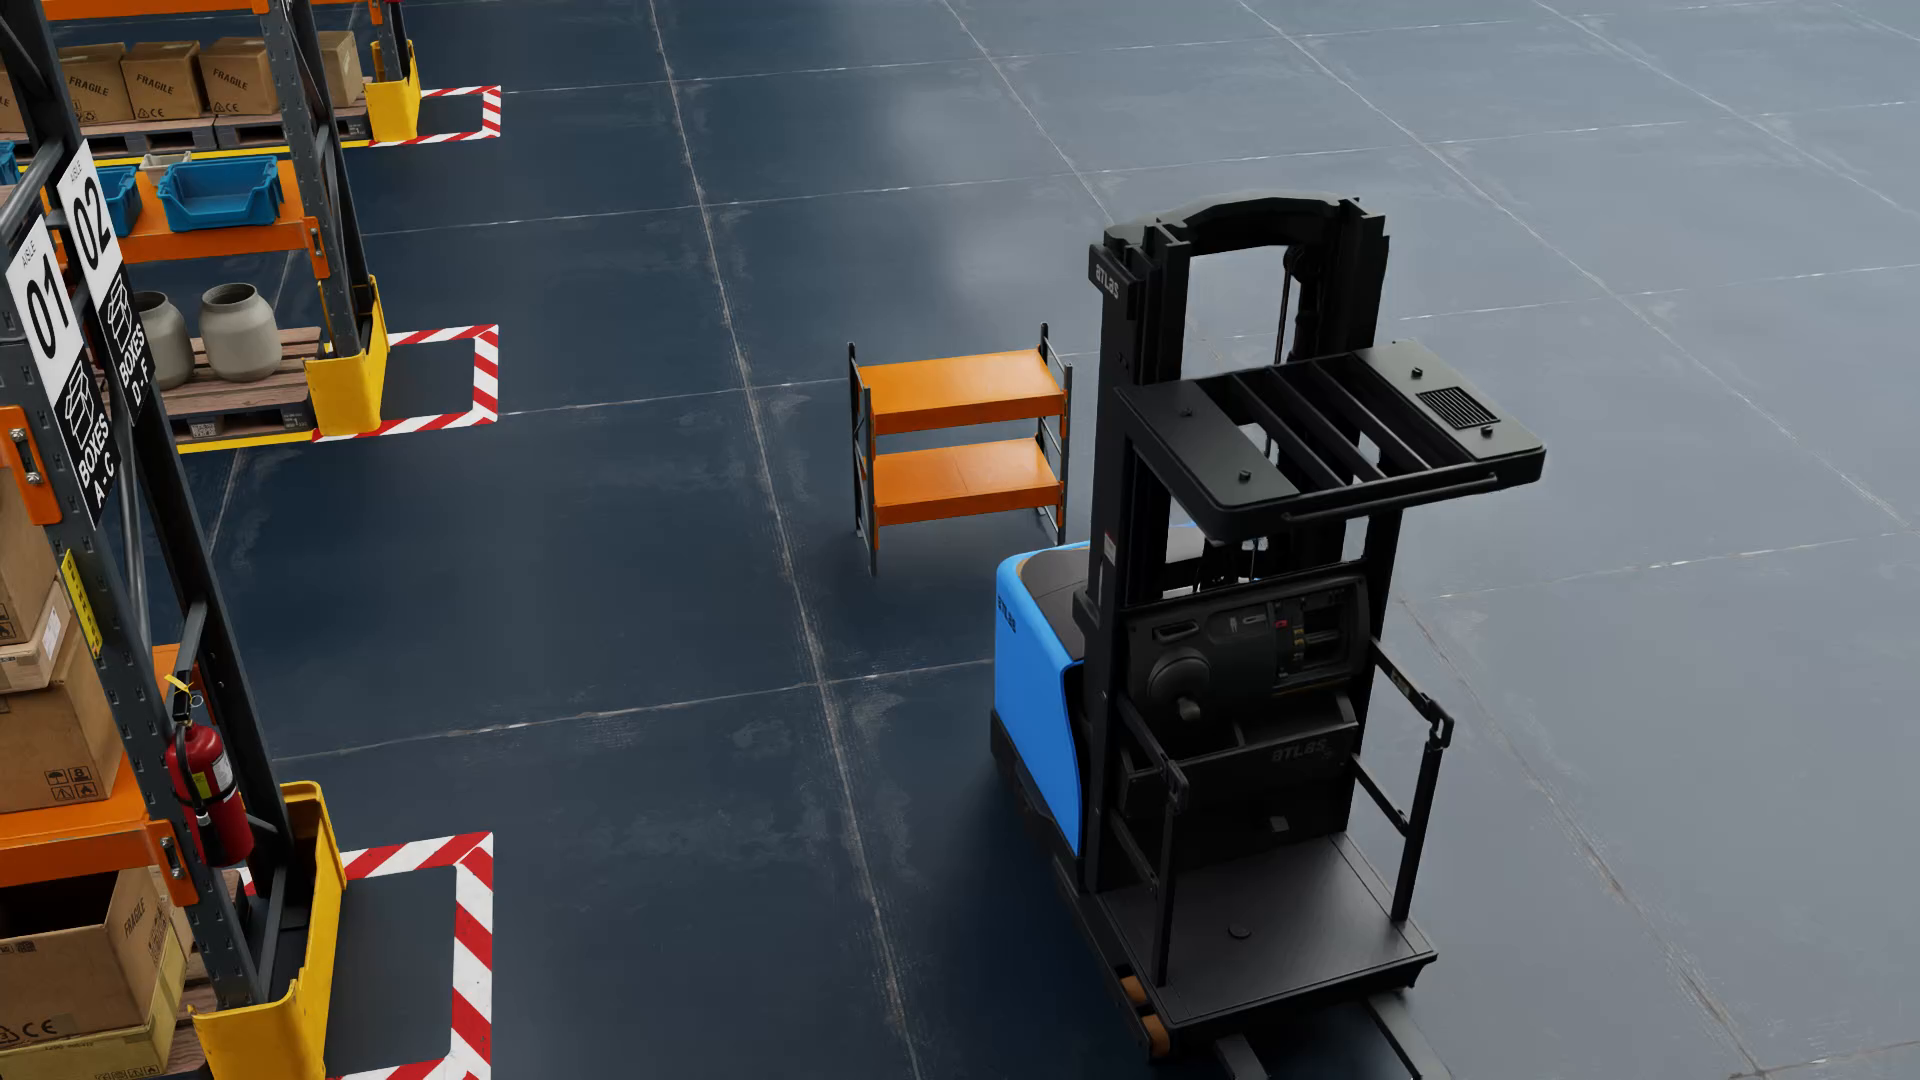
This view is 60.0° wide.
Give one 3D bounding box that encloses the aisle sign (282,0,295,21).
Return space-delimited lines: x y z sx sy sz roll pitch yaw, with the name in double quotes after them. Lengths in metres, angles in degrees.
-3.568 -3.153 8.647 0.004 0.787 0.394 -7 35 -11 "aisle sign"

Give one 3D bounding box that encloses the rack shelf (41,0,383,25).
-6.748 -4.374 13.444 4.000 0.370 1.077 -7 35 -11 "rack shelf"

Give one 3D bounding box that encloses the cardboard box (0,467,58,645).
-3.125 -0.057 5.112 0.500 0.500 0.700 -7 35 -10 "cardboard box"

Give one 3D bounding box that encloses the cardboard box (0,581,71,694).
-2.946 0.306 5.153 0.250 0.149 0.380 -8 35 -11 "cardboard box"

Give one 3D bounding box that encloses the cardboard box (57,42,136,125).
-7.154 -3.784 13.786 0.500 0.500 0.500 -10 35 -15 "cardboard box"

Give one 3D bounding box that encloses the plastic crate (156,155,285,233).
-4.126 -1.940 9.306 0.616 0.251 0.499 -7 35 -11 "plastic crate"

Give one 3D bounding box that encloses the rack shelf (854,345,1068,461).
-0.007 -0.709 8.495 1.000 0.278 0.538 -7 35 -11 "rack shelf"

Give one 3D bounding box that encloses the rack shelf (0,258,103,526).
-4.566 -0.235 4.584 4.000 0.370 1.077 -7 35 -11 "rack shelf"

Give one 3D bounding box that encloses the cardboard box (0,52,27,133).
-7.742 -3.665 13.609 0.500 0.500 0.500 3 34 5 "cardboard box"

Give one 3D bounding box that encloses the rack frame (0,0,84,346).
-2.615 -2.025 3.914 0.127 3.000 1.000 -7 35 -11 "rack frame"

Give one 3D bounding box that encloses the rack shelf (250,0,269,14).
-5.655 -2.927 8.597 4.000 0.370 1.077 -7 35 -11 "rack shelf"

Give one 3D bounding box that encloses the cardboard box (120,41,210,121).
-6.600 -3.828 13.852 0.500 0.500 0.500 -4 34 -6 "cardboard box"

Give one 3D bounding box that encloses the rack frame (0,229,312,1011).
-2.615 0.466 5.586 0.127 3.000 1.000 -7 35 -11 "rack frame"

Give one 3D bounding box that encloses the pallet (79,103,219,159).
-6.859 -3.522 14.032 1.213 0.211 1.003 -7 35 -11 "pallet"

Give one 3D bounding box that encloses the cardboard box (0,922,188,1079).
-3.073 1.660 5.898 0.500 0.250 0.500 -7 35 -11 "cardboard box"

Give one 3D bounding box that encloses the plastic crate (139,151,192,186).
-4.648 -2.182 9.769 0.250 0.136 0.298 -7 35 -11 "plastic crate"

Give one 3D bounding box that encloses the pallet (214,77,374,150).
-5.671 -3.670 14.253 1.213 0.211 1.003 -7 35 -11 "pallet"

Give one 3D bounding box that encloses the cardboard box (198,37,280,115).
-5.985 -3.895 13.951 0.500 0.500 0.500 1 34 2 "cardboard box"

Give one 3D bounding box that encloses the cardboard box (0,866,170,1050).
-3.072 1.350 5.687 0.500 0.500 0.500 -7 35 -11 "cardboard box"

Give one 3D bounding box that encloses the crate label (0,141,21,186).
-5.440 -1.868 9.032 0.616 0.435 0.502 -7 35 -11 "crate label"

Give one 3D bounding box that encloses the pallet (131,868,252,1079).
-3.352 1.741 6.189 1.213 0.211 1.003 -7 35 -11 "pallet"

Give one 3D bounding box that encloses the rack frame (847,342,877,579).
-0.502 -0.404 8.565 0.032 1.125 0.500 -7 35 -11 "rack frame"

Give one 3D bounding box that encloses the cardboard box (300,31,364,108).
-5.410 -3.987 14.089 0.500 0.500 0.500 -1 34 -2 "cardboard box"

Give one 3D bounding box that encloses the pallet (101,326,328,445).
-4.561 -0.936 10.179 1.213 0.211 1.003 -7 35 -11 "pallet"

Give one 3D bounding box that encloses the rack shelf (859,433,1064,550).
-0.007 -0.263 8.795 1.000 0.278 0.538 -7 35 -11 "rack shelf"

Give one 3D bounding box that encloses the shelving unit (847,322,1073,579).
-0.007 -0.466 8.658 1.048 1.125 0.538 -7 35 -11 "shelving unit"

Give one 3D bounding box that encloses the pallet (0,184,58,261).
-3.310 -0.670 4.666 1.213 0.211 1.003 -7 35 -11 "pallet"

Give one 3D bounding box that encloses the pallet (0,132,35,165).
-8.051 -3.370 13.806 1.213 0.211 1.003 -7 35 -11 "pallet"

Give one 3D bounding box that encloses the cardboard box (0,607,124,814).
-3.073 0.475 5.483 0.500 0.500 0.700 -7 35 -11 "cardboard box"

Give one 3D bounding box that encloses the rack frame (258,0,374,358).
-3.704 -2.226 9.599 0.127 3.000 1.000 -7 35 -11 "rack frame"

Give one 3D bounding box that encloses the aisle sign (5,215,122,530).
-2.486 -0.462 4.636 0.004 0.787 0.394 -7 35 -11 "aisle sign"

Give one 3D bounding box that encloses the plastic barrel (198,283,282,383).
-4.329 -1.245 9.992 0.421 0.512 0.421 0 34 0 "plastic barrel"

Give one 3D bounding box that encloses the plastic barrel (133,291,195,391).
-4.818 -1.183 9.900 0.421 0.512 0.421 0 34 0 "plastic barrel"

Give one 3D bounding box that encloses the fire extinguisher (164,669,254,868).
-2.397 0.736 5.253 0.183 0.674 0.296 -7 35 -11 "fire extinguisher"

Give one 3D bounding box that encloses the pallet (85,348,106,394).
-5.749 -0.788 9.958 1.213 0.211 1.003 -7 35 -11 "pallet"

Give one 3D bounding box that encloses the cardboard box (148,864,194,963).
-3.187 1.379 6.317 0.500 0.250 0.500 -7 35 -11 "cardboard box"

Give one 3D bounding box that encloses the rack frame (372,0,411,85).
-4.797 -4.918 13.610 0.127 3.000 1.000 -7 35 -11 "rack frame"

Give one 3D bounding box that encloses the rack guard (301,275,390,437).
-3.768 -1.153 10.243 0.348 0.500 1.175 -7 35 -11 "rack guard"

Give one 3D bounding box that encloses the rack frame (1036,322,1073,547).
0.489 -0.529 8.751 0.032 1.125 0.500 -7 35 -11 "rack frame"

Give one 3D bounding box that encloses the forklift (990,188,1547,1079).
1.091 0.438 5.690 1.130 2.935 3.031 -11 35 -16 "forklift"

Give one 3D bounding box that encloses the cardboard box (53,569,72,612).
-3.045 0.087 5.480 0.250 0.149 0.380 -7 35 -11 "cardboard box"

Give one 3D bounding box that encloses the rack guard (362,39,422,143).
-4.871 -3.871 14.293 0.348 0.500 1.175 -7 35 -11 "rack guard"

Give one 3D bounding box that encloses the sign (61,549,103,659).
-2.509 0.184 4.755 0.005 0.325 0.100 -7 35 -11 "sign"

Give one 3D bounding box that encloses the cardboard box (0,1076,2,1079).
-3.558 1.728 5.796 0.500 0.250 0.500 -7 35 -11 "cardboard box"

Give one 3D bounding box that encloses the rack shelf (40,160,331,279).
-5.655 -1.682 9.433 4.000 0.370 1.077 -7 35 -11 "rack shelf"

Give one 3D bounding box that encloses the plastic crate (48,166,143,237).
-4.761 -1.864 9.192 0.408 0.251 0.499 -7 35 -11 "plastic crate"

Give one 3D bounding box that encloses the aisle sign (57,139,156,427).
-2.619 -0.788 5.122 0.004 0.787 0.394 -7 35 -11 "aisle sign"

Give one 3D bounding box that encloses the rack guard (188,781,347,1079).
-2.592 1.501 6.287 0.348 0.500 1.175 -7 35 -11 "rack guard"

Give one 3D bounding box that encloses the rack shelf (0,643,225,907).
-4.566 1.011 5.420 4.000 0.370 1.077 -7 35 -11 "rack shelf"

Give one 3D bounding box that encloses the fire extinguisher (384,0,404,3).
-4.583 -4.650 13.279 0.183 0.674 0.296 -7 35 -11 "fire extinguisher"
